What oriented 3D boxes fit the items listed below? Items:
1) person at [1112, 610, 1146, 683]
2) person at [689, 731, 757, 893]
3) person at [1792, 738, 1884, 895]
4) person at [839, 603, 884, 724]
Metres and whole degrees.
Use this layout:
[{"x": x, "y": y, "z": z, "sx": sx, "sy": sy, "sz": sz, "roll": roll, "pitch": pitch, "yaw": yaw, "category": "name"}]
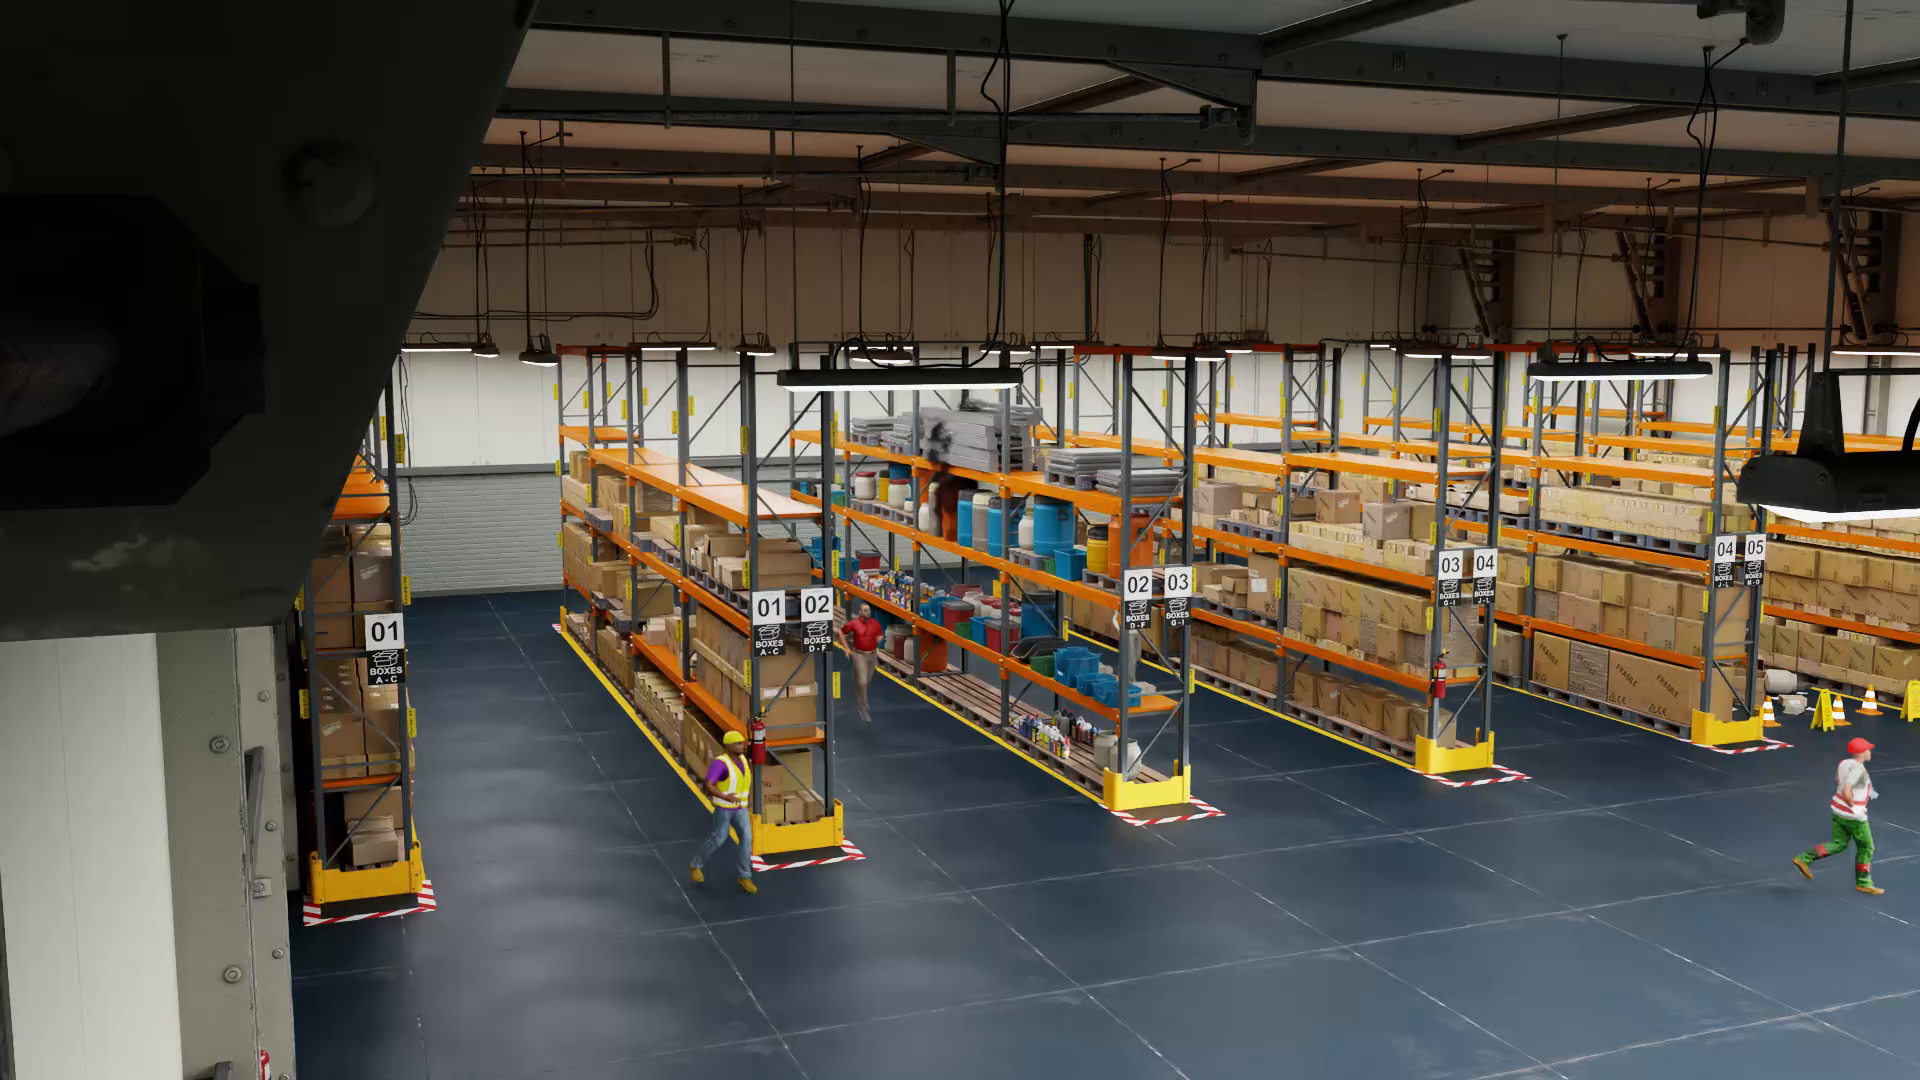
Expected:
[{"x": 2.915, "y": 1.624, "z": 28.349, "sx": 0.614, "sy": 1.694, "sz": 0.585, "roll": -3, "pitch": 8, "yaw": -23, "category": "person"}, {"x": -2.587, "y": 3.057, "z": 18.963, "sx": 0.915, "sy": 1.766, "sz": 0.758, "roll": 5, "pitch": 9, "yaw": 36, "category": "person"}, {"x": 9.925, "y": 3.088, "z": 18.685, "sx": 0.962, "sy": 1.774, "sz": 0.631, "roll": 1, "pitch": 7, "yaw": 6, "category": "person"}, {"x": -1.480, "y": 1.913, "z": 26.029, "sx": 0.634, "sy": 1.855, "sz": 0.757, "roll": -5, "pitch": 9, "yaw": -36, "category": "person"}]
